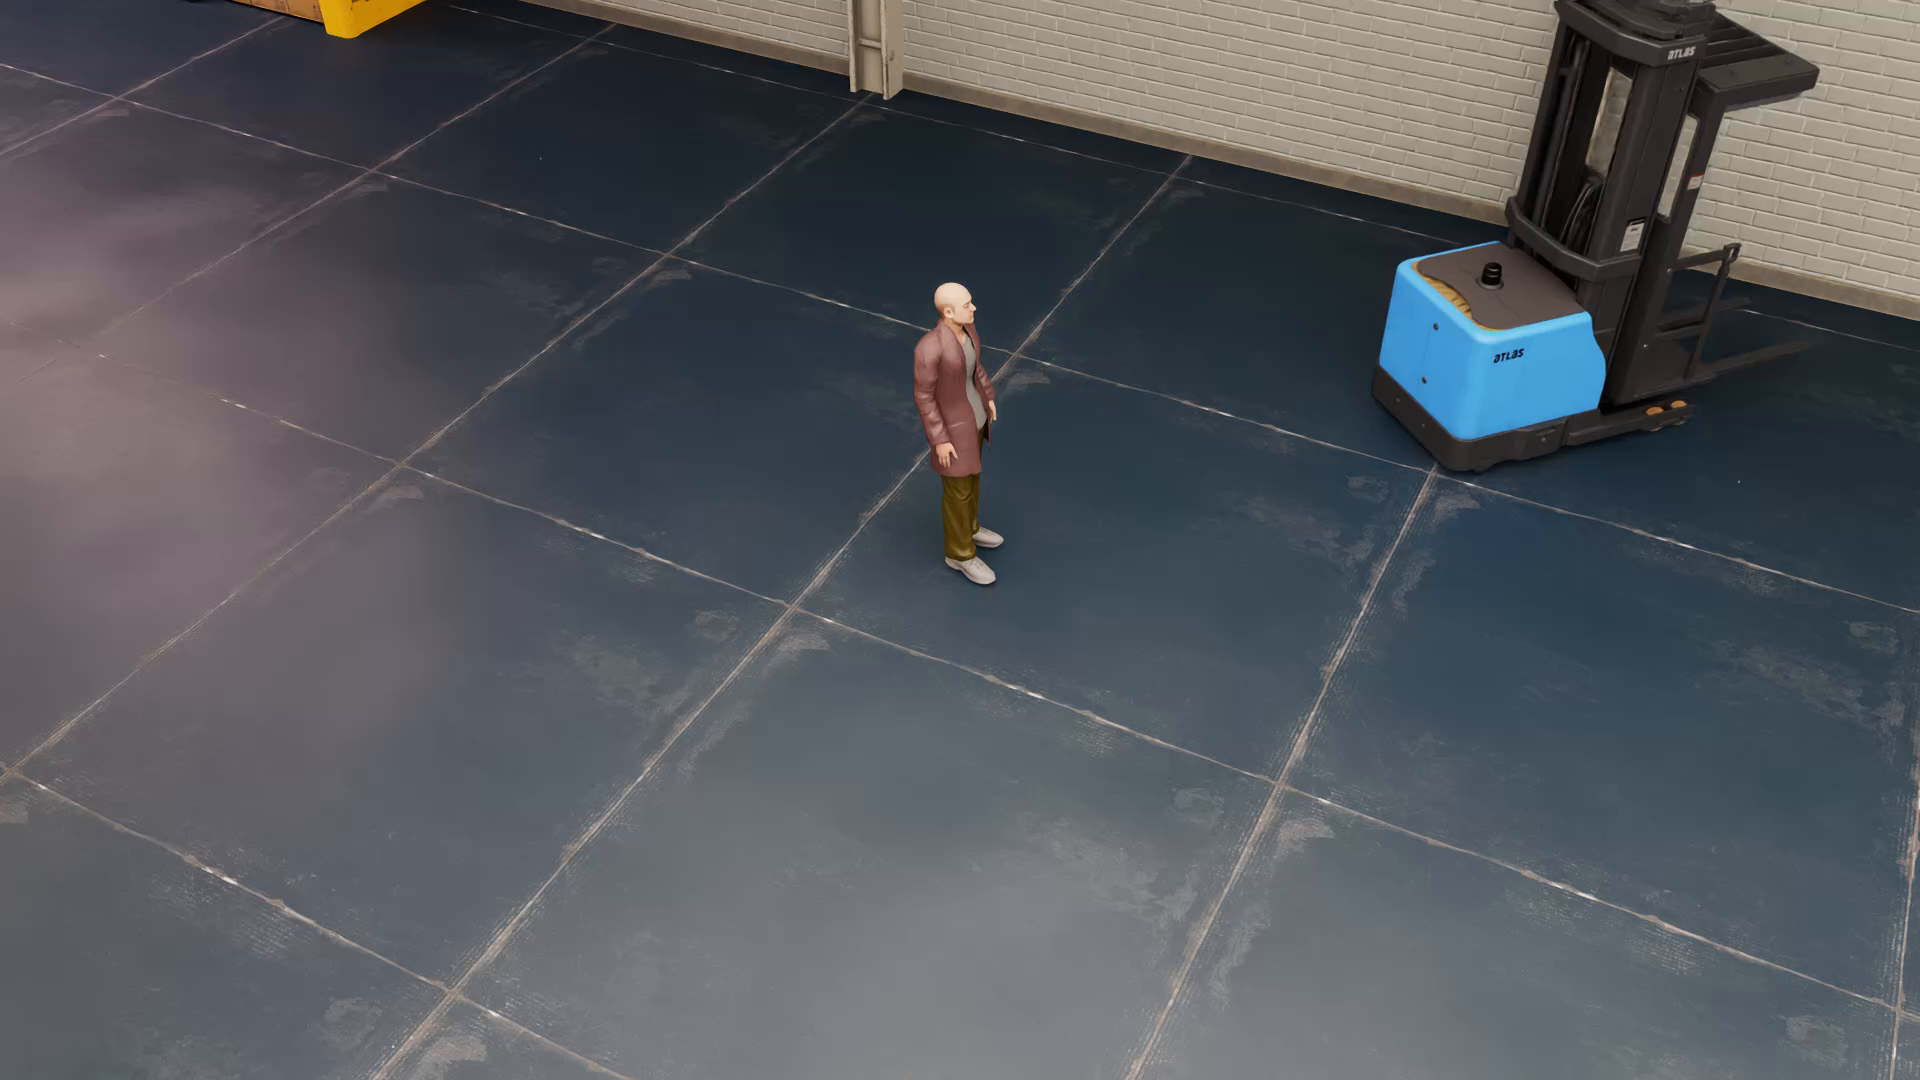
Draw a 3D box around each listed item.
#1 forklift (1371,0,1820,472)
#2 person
[{"bbox_3d":[4.377,-2.152,10.541,3.031,2.935,1.130,-14,42,-16],"label":"forklift"},{"bbox_3d":[0.078,-0.656,9.649,0.582,1.776,0.696,18,43,21],"label":"person"}]
